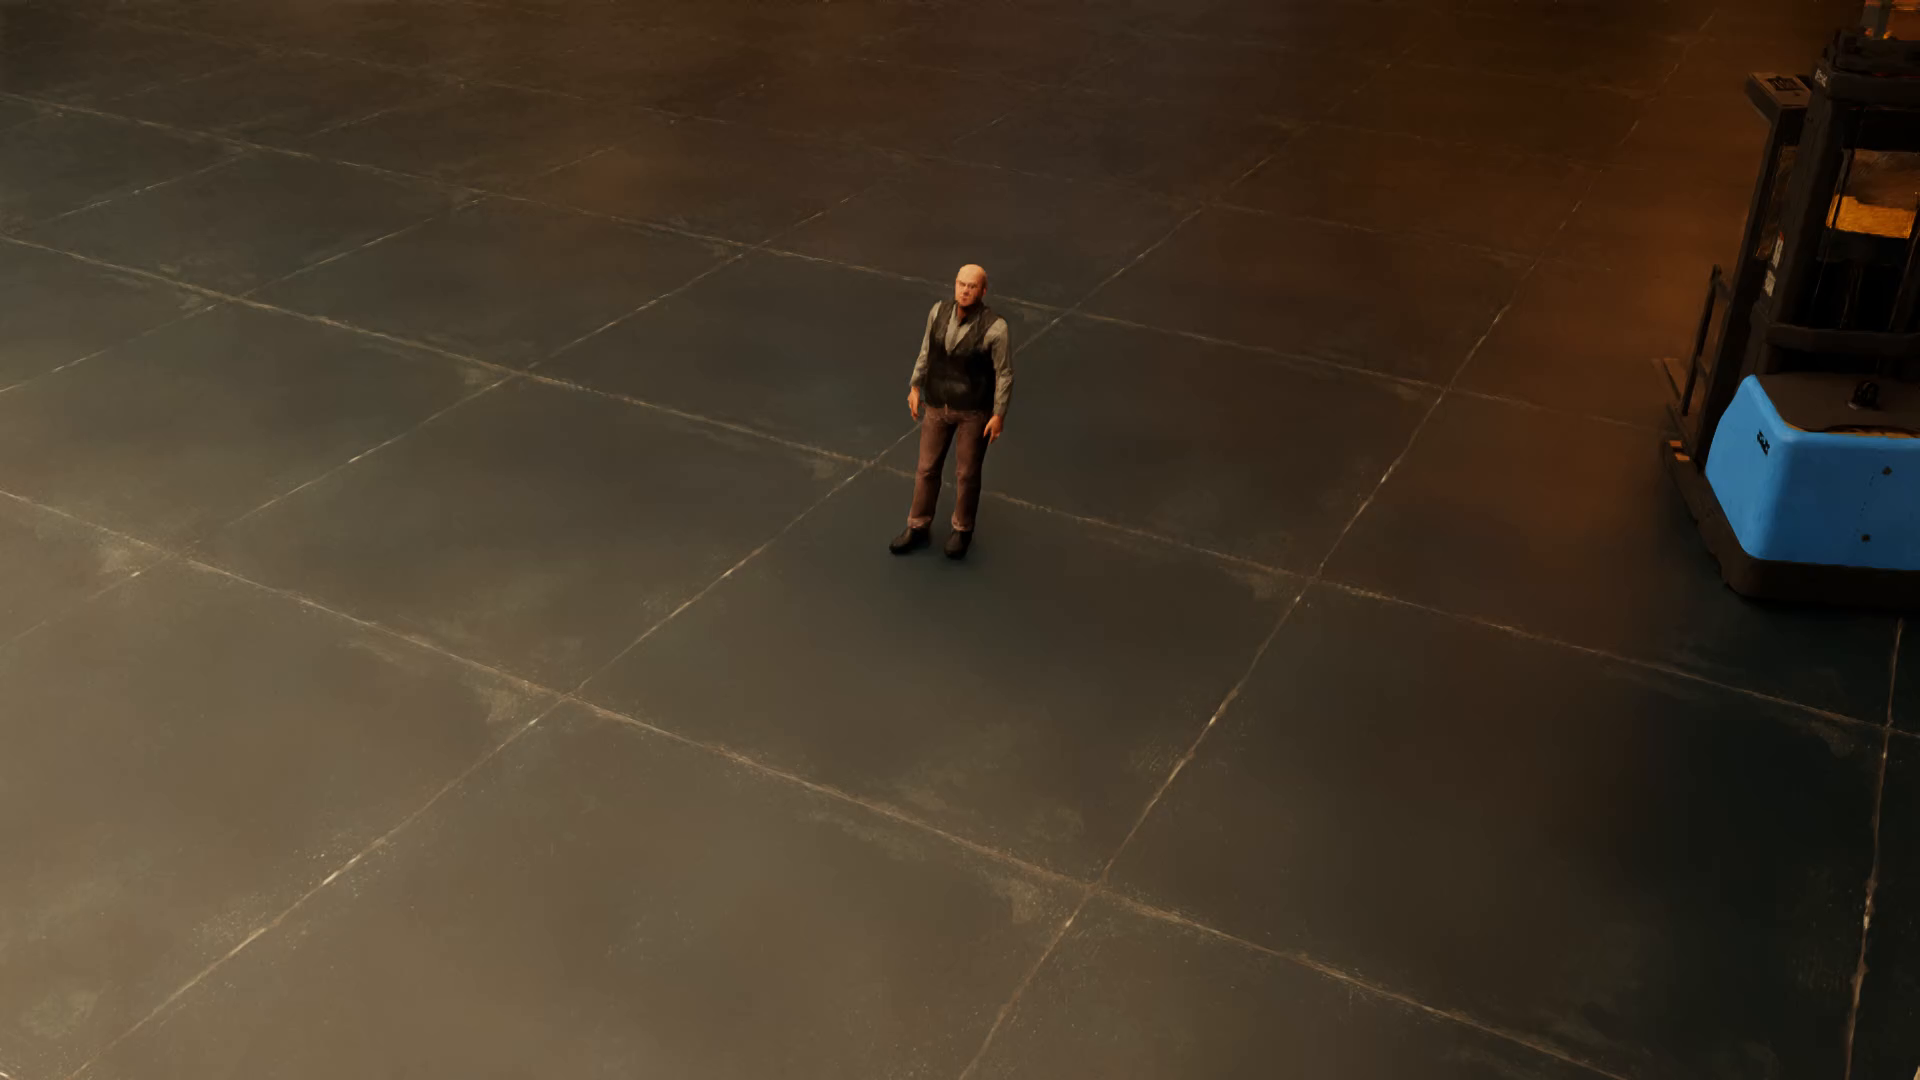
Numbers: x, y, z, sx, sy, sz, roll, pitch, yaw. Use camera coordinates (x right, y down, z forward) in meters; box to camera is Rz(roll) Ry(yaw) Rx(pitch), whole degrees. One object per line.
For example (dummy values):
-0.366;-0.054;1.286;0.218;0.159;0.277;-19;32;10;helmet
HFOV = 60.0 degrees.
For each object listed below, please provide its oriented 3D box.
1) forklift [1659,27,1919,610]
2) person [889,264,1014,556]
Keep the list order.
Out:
5.096;-1.600;9.843;1.130;2.935;3.031;4;30;8;forklift
-0.037;-0.726;9.525;0.632;1.720;0.567;15;33;25;person
